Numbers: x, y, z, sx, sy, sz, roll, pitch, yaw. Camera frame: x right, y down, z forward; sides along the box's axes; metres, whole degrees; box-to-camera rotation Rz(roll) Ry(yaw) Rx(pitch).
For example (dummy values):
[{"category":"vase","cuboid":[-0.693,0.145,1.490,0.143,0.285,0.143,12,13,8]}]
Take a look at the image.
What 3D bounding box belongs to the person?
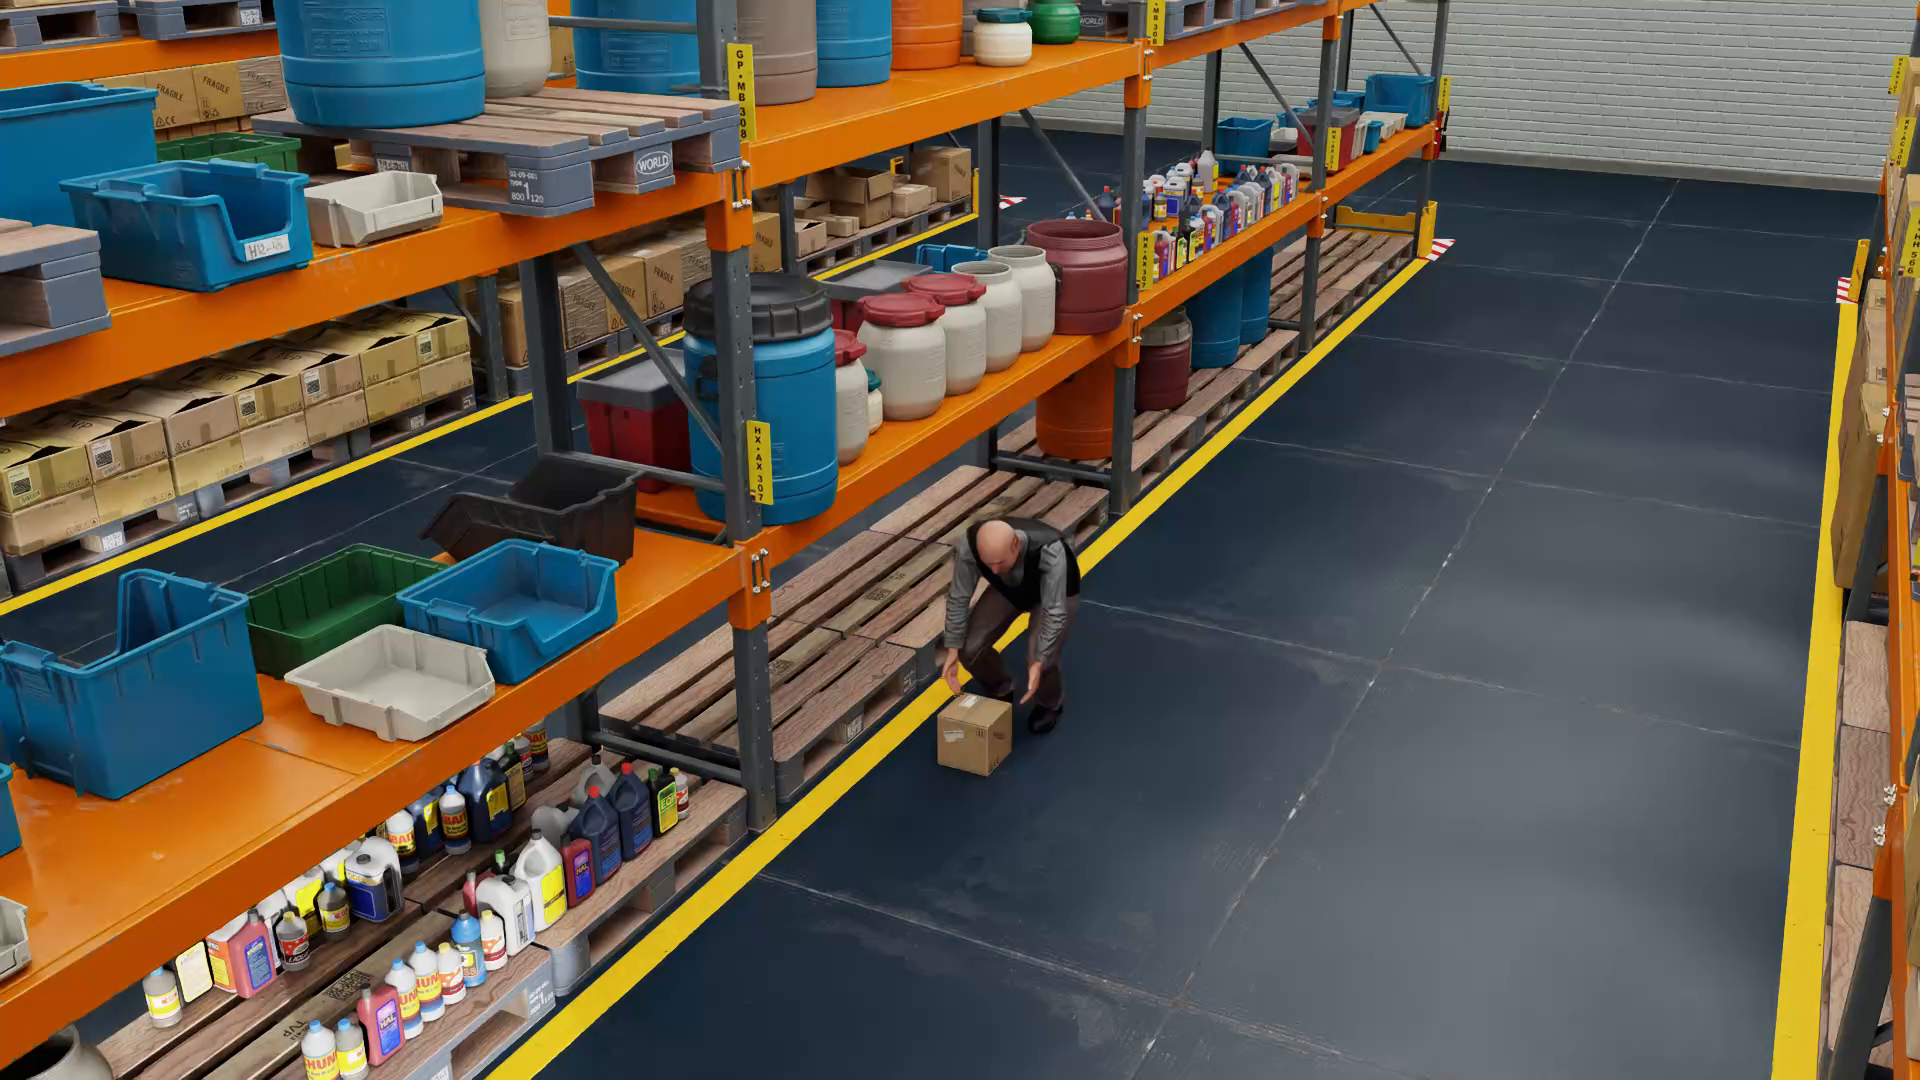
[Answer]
[{"category":"person","cuboid":[0.279,0.335,7.583,0.568,1.139,0.823,11,25,25]}]
